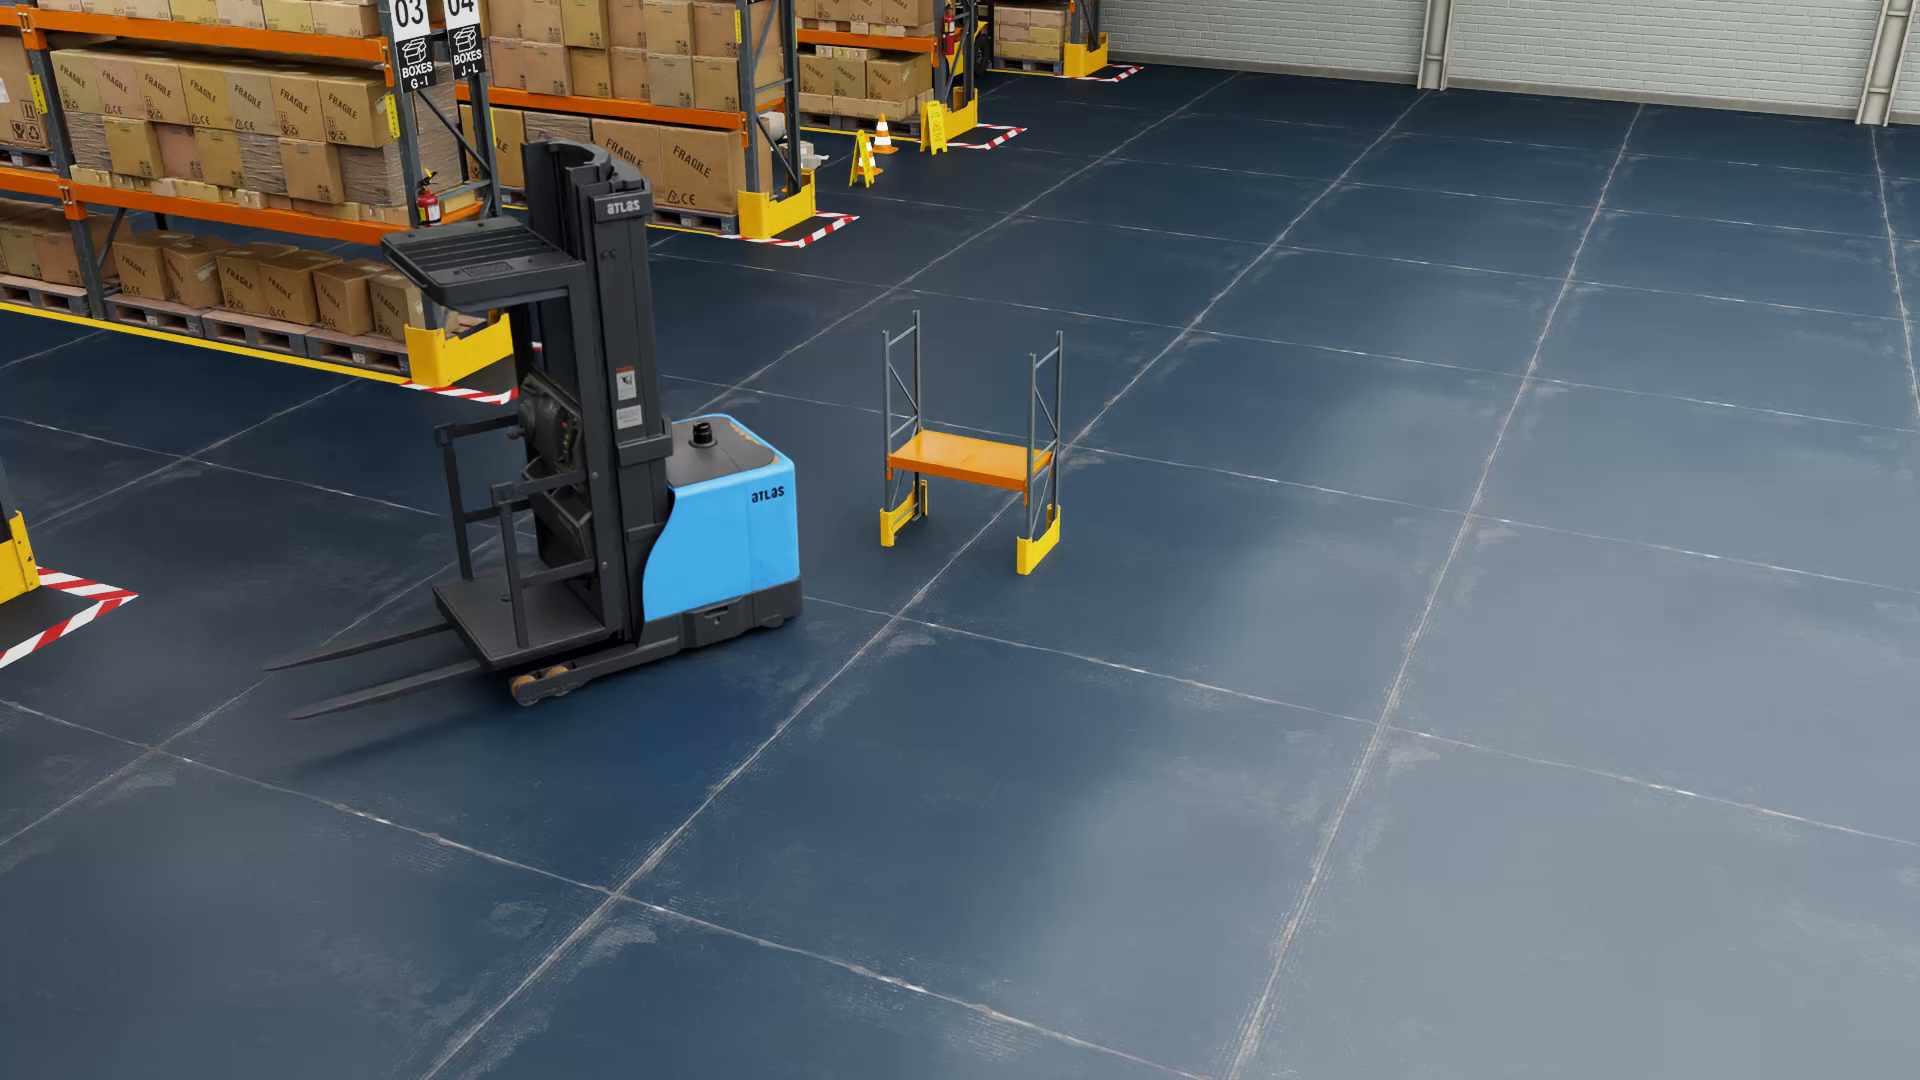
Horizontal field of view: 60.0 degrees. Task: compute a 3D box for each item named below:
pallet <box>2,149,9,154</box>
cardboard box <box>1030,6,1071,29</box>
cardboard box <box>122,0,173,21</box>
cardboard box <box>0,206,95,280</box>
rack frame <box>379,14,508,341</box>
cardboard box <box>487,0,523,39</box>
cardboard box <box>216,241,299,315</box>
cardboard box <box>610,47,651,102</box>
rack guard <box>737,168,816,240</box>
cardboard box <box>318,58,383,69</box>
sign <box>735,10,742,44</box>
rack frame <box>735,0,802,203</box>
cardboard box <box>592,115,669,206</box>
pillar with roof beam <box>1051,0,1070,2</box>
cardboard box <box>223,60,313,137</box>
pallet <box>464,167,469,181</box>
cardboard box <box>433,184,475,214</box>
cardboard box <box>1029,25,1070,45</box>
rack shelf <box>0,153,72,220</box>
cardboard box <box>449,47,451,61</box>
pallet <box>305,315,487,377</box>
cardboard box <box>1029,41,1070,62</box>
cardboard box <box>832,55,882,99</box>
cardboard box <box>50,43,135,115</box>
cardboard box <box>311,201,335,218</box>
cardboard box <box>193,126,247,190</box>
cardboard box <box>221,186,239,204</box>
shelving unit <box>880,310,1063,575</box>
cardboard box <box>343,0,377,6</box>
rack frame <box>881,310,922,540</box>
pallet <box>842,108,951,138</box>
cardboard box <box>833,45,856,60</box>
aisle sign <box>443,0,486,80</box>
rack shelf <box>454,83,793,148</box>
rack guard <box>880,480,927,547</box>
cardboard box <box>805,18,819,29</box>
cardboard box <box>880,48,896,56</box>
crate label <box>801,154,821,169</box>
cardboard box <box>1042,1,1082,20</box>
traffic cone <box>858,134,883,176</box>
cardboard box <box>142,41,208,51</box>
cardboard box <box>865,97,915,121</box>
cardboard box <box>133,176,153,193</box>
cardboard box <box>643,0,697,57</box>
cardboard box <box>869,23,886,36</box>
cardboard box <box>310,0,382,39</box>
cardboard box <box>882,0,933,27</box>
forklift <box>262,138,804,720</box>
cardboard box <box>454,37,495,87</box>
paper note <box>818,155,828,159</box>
[{"bbox_3d":[-9.637,-3.890,16.043,1.213,0.211,1.003,11,28,22],"label":"pallet"},{"bbox_3d":[1.431,-8.203,26.090,0.500,0.250,0.500,12,29,24],"label":"cardboard box"},{"bbox_3d":[-6.580,-4.494,13.825,0.500,0.250,0.500,10,28,20],"label":"cardboard box"},{"bbox_3d":[-8.792,-2.882,16.110,0.500,0.500,0.700,11,28,21],"label":"cardboard box"},{"bbox_3d":[-4.174,-2.859,13.731,0.127,3.000,1.000,11,28,22],"label":"rack frame"},{"bbox_3d":[-4.800,-5.983,18.684,0.550,0.550,0.875,11,28,22],"label":"cardboard box"},{"bbox_3d":[-6.345,-2.385,15.122,0.500,0.500,0.500,9,28,17],"label":"cardboard box"},{"bbox_3d":[-3.353,-5.197,18.309,0.550,0.550,0.875,11,28,22],"label":"cardboard box"},{"bbox_3d":[-2.007,-3.709,18.288,0.348,0.500,1.175,11,28,22],"label":"rack guard"},{"bbox_3d":[-5.014,-3.790,14.041,0.500,0.500,0.500,11,28,22],"label":"cardboard box"},{"bbox_3d":[-2.266,-5.245,16.998,0.005,0.325,0.100,11,28,22],"label":"sign"},{"bbox_3d":[-2.029,-4.835,17.744,0.127,3.000,1.000,11,28,22],"label":"rack frame"},{"bbox_3d":[-3.475,-4.328,18.644,0.875,0.875,0.875,11,28,21],"label":"cardboard box"},{"bbox_3d":[-0.063,-10.291,22.033,0.400,9.000,9.100,11,28,22],"label":"pillar with roof beam"},{"bbox_3d":[-5.689,-3.669,13.794,0.500,0.500,0.500,11,28,22],"label":"cardboard box"},{"bbox_3d":[-6.404,-4.426,20.071,1.213,0.211,1.003,11,28,22],"label":"pallet"},{"bbox_3d":[-4.335,-2.894,14.087,0.250,0.149,0.380,11,28,22],"label":"cardboard box"},{"bbox_3d":[1.407,-7.983,26.209,0.500,0.250,0.500,11,28,21],"label":"cardboard box"},{"bbox_3d":[-9.636,-3.633,16.118,4.000,0.370,1.077,11,28,22],"label":"rack shelf"},{"bbox_3d":[-6.037,-5.816,19.623,0.500,0.500,0.500,12,29,22],"label":"cardboard box"},{"bbox_3d":[-4.968,-1.785,14.706,1.213,0.211,1.003,11,28,22],"label":"pallet"},{"bbox_3d":[1.421,-7.754,26.311,0.500,0.250,0.500,12,28,22],"label":"cardboard box"},{"bbox_3d":[-1.385,-6.271,22.449,0.500,0.500,0.500,12,29,24],"label":"cardboard box"},{"bbox_3d":[-7.511,-4.033,14.533,0.500,0.500,0.500,11,28,22],"label":"cardboard box"},{"bbox_3d":[-5.216,-2.838,13.973,0.250,0.149,0.380,11,28,22],"label":"cardboard box"},{"bbox_3d":[-6.056,-3.397,14.374,0.500,0.500,0.875,11,28,22],"label":"cardboard box"},{"bbox_3d":[-6.127,-3.021,14.345,0.250,0.149,0.380,11,28,22],"label":"cardboard box"},{"bbox_3d":[0.069,-0.659,10.960,1.083,1.500,0.587,11,28,22],"label":"shelving unit"},{"bbox_3d":[-4.556,-4.242,12.862,0.250,0.149,0.380,11,28,22],"label":"cardboard box"},{"bbox_3d":[-0.385,-0.750,11.146,0.032,1.500,0.500,11,28,22],"label":"rack frame"},{"bbox_3d":[-0.866,-5.769,22.799,1.213,0.211,1.003,11,28,22],"label":"pallet"},{"bbox_3d":[-1.498,-6.555,22.292,0.250,0.149,0.380,12,29,23],"label":"cardboard box"},{"bbox_3d":[-3.993,-4.135,13.379,0.004,0.787,0.394,11,28,22],"label":"aisle sign"},{"bbox_3d":[-3.849,-4.878,18.646,4.000,0.370,1.077,11,28,22],"label":"rack shelf"},{"bbox_3d":[-0.384,-0.189,11.421,0.087,0.250,0.587,11,28,22],"label":"rack guard"},{"bbox_3d":[-1.884,-7.001,22.428,0.250,0.149,0.380,11,28,22],"label":"cardboard box"},{"bbox_3d":[-1.191,-6.492,22.898,0.500,0.500,0.500,10,28,20],"label":"cardboard box"},{"bbox_3d":[-1.888,-4.730,20.772,0.298,0.136,0.250,-2,26,-5],"label":"crate label"},{"bbox_3d":[1.620,-8.408,26.506,0.500,0.250,0.500,11,28,21],"label":"cardboard box"},{"bbox_3d":[-1.147,-4.757,20.458,0.334,0.463,0.336,11,28,22],"label":"traffic cone"},{"bbox_3d":[-6.836,-4.155,14.781,0.500,0.500,0.500,11,28,22],"label":"cardboard box"},{"bbox_3d":[-0.941,-5.843,22.428,0.500,0.250,0.500,11,28,22],"label":"cardboard box"},{"bbox_3d":[-7.051,-3.190,14.688,0.250,0.149,0.380,11,28,22],"label":"cardboard box"},{"bbox_3d":[-2.889,-5.534,17.771,0.550,0.550,0.875,11,28,22],"label":"cardboard box"},{"bbox_3d":[-1.002,-6.771,21.960,0.250,0.149,0.380,11,28,21],"label":"cardboard box"},{"bbox_3d":[-4.718,-4.124,13.073,0.500,0.250,0.500,12,29,23],"label":"cardboard box"},{"bbox_3d":[-0.680,-7.011,21.713,0.500,0.500,0.500,11,28,21],"label":"cardboard box"},{"bbox_3d":[-2.485,-0.643,9.307,3.031,2.935,1.130,-16,30,-29],"label":"forklift"},{"bbox_3d":[-5.329,-5.571,19.069,0.550,0.550,0.875,11,28,22],"label":"cardboard box"},{"bbox_3d":[-1.756,-4.884,21.206,0.142,0.019,0.148,2,26,4],"label":"paper note"}]
